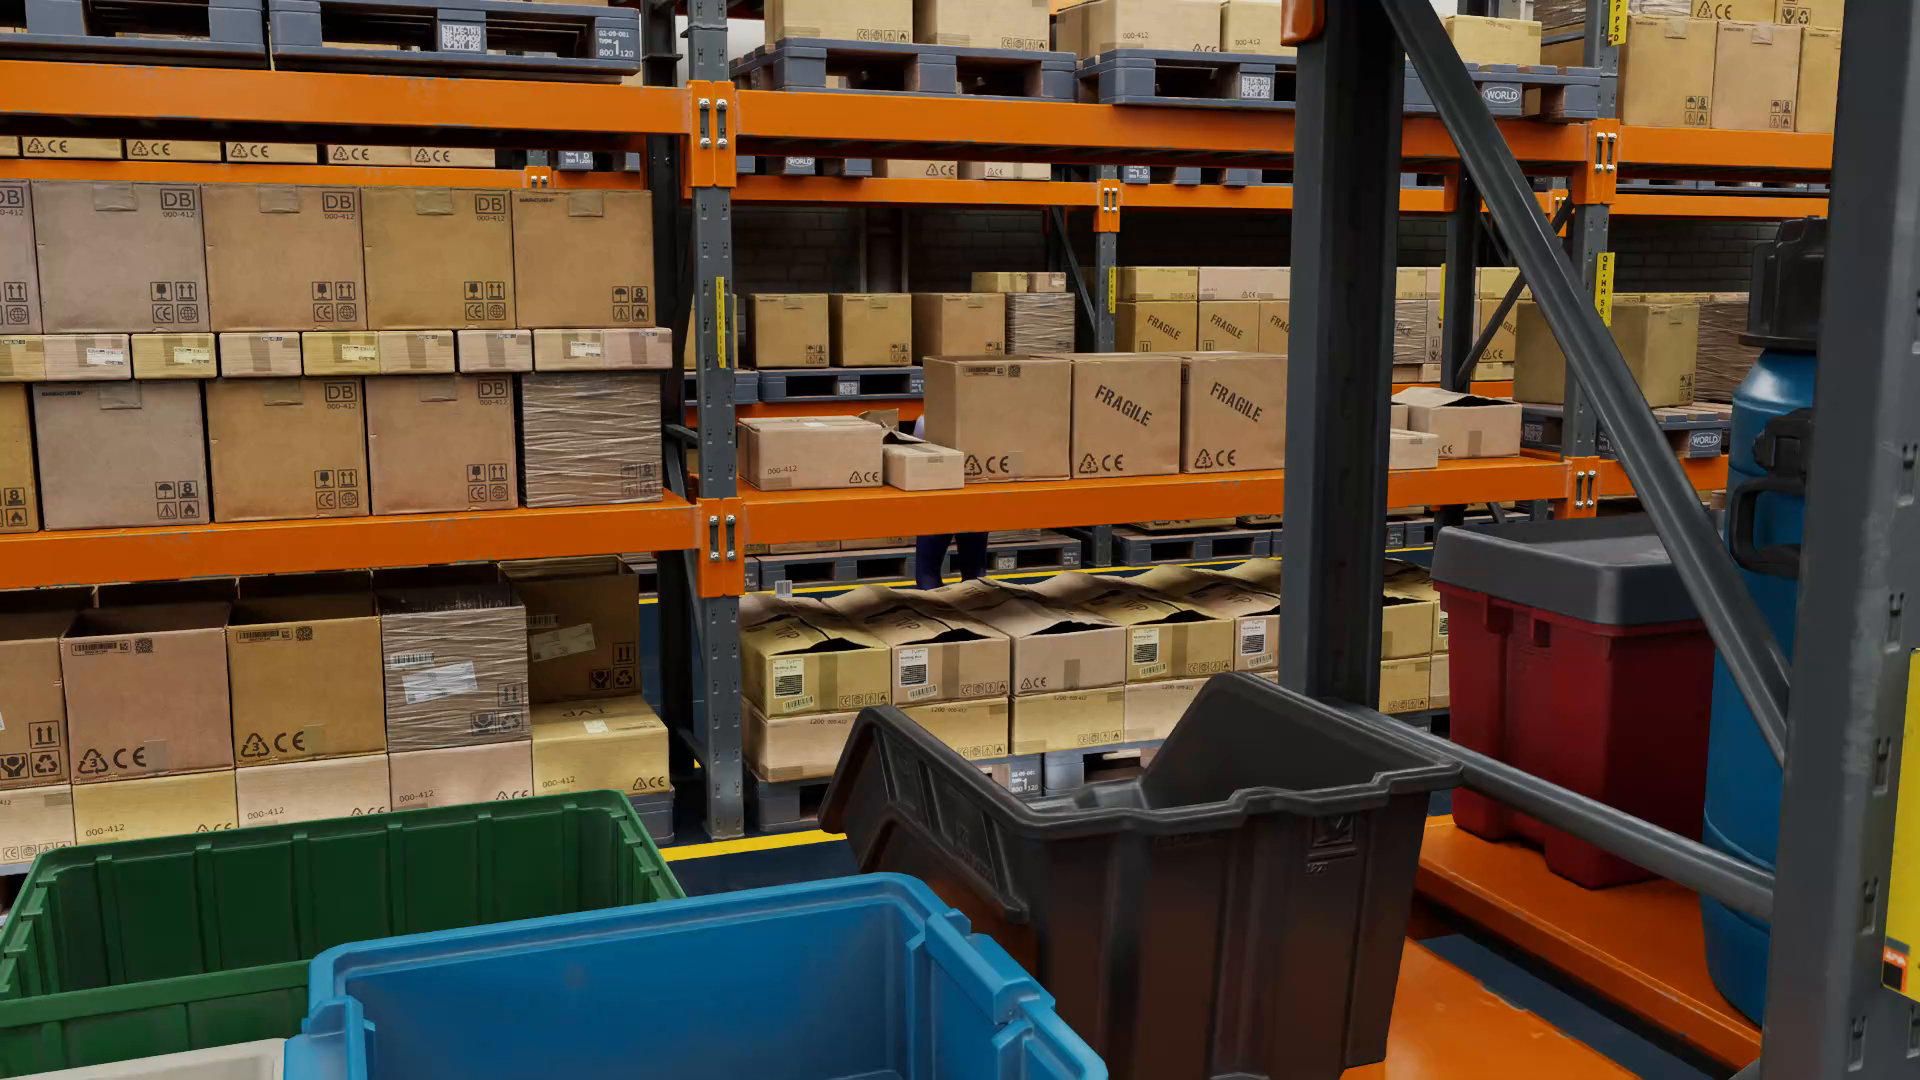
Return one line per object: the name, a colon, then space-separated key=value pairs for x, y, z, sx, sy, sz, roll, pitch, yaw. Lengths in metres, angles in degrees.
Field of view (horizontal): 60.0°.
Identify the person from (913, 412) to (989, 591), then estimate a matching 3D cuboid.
person: x=-0.059 y=-0.177 z=9.496 sx=0.502 sy=1.656 sz=0.437 roll=-4 pitch=10 yaw=-22
